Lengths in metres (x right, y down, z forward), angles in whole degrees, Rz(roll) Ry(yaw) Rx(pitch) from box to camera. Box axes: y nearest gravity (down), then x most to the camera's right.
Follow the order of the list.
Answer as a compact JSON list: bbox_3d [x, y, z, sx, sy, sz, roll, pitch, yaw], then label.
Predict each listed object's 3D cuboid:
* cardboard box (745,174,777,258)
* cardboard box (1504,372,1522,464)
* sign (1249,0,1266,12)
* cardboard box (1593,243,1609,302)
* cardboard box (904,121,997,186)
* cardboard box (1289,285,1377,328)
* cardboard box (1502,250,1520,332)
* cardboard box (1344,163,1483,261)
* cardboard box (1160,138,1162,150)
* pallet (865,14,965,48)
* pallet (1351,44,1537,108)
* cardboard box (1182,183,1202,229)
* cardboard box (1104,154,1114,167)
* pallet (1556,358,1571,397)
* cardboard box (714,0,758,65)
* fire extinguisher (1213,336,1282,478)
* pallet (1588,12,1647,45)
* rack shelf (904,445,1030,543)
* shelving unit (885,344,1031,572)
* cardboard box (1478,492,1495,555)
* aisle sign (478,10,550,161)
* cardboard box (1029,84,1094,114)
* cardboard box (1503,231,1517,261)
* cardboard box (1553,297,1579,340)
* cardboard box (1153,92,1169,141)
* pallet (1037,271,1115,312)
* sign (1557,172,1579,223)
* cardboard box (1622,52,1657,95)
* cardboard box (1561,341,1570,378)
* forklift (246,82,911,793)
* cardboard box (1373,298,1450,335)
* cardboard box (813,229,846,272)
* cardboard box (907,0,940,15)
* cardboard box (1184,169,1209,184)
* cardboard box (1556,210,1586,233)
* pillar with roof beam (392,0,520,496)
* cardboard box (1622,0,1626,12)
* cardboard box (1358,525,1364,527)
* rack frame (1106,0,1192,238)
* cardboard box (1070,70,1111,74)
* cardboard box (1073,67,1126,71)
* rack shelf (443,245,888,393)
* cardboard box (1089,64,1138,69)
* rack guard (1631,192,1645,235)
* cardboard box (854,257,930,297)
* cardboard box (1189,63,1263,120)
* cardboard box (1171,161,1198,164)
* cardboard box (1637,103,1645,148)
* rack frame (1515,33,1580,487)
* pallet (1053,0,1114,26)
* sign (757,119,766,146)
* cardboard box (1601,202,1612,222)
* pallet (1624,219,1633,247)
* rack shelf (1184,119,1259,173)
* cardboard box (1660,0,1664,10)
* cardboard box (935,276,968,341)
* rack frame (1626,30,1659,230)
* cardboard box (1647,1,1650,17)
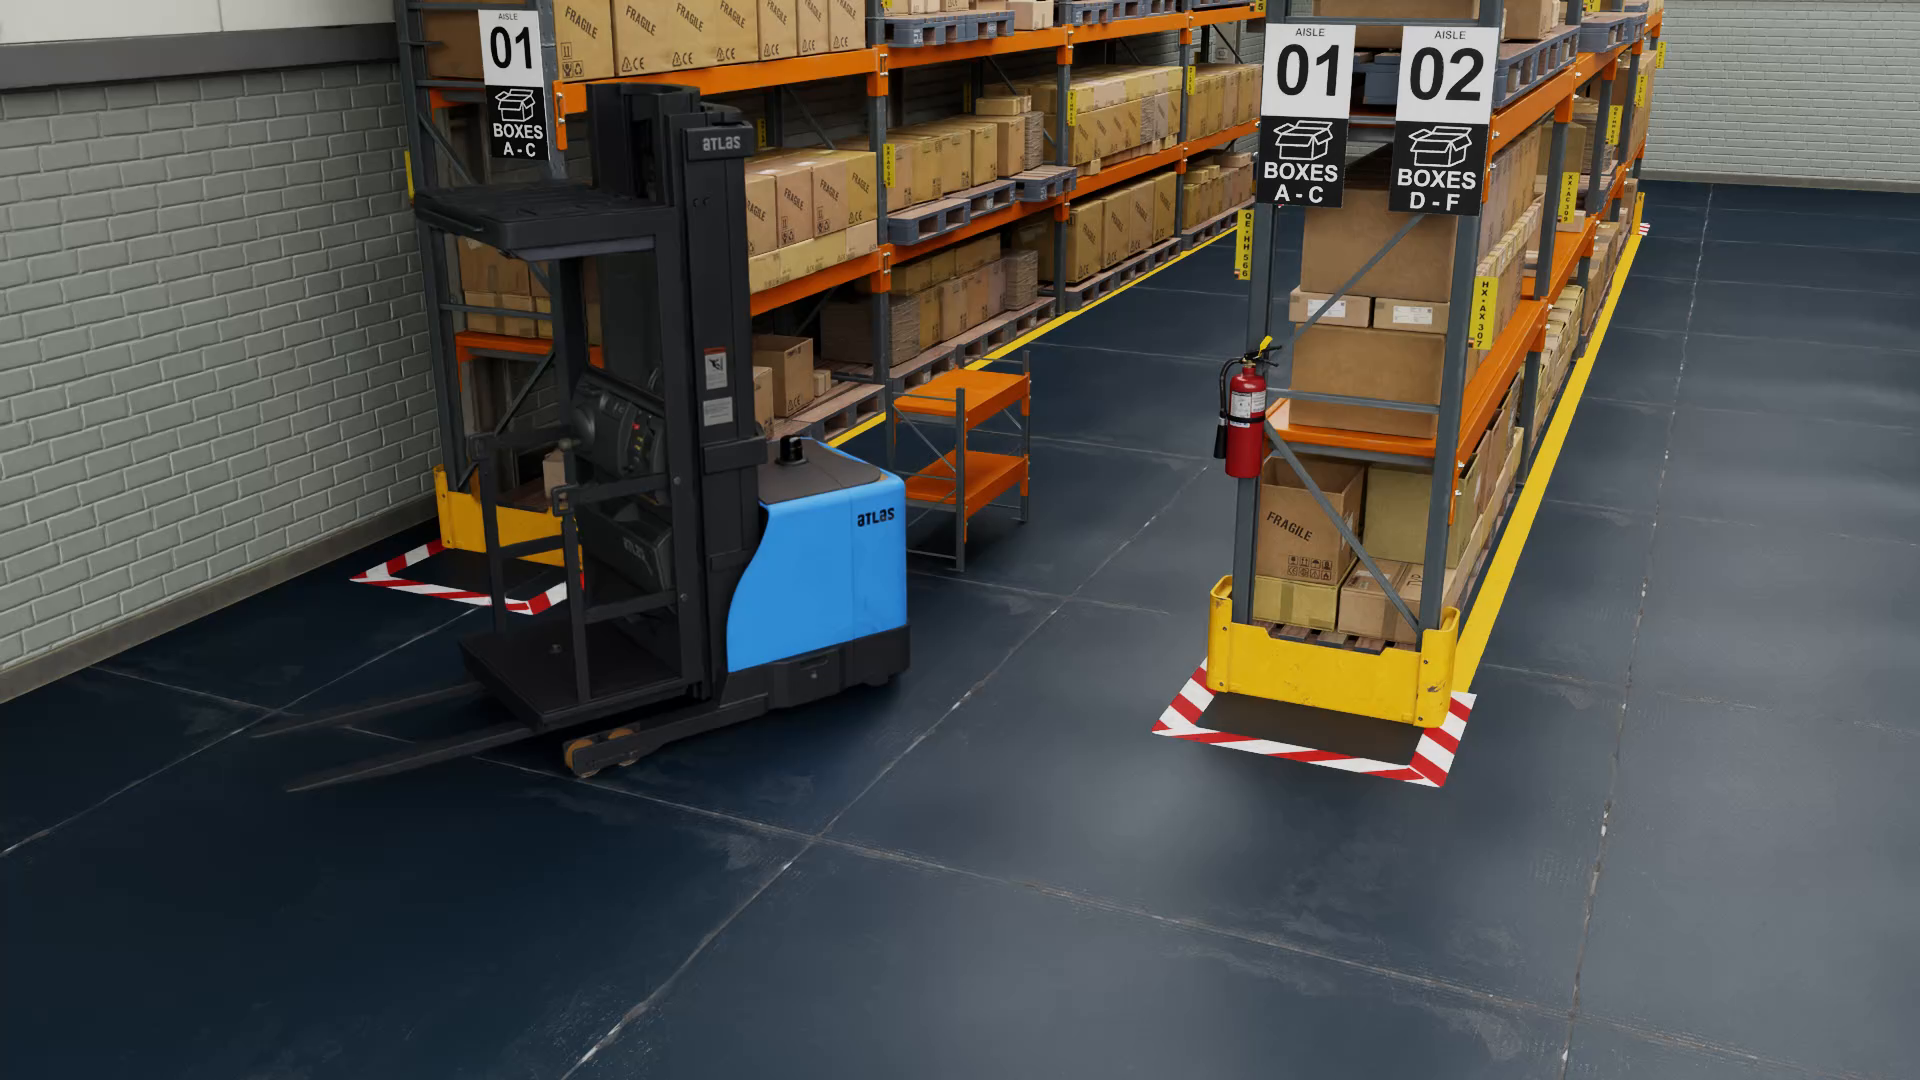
[{"bbox_3d":[-1.587,-2.189,11.222,0.500,0.500,0.500,9,22,24],"label":"cardboard box"},{"bbox_3d":[3.267,-0.803,10.607,0.500,0.500,0.500,9,21,23],"label":"cardboard box"},{"bbox_3d":[1.345,-2.519,7.396,0.100,0.325,0.005,9,21,23],"label":"sign"},{"bbox_3d":[6.186,-2.696,16.647,0.500,0.500,0.500,8,21,21],"label":"cardboard box"},{"bbox_3d":[-0.083,-3.497,15.019,0.700,0.500,0.500,9,21,23],"label":"cardboard box"},{"bbox_3d":[1.817,-1.143,8.089,0.380,0.149,0.250,8,21,22],"label":"cardboard box"},{"bbox_3d":[3.087,-1.619,10.394,0.700,0.500,0.500,8,21,22],"label":"cardboard box"},{"bbox_3d":[2.270,-1.624,8.474,0.700,0.500,0.500,8,21,21],"label":"cardboard box"},{"bbox_3d":[2.119,-4.590,19.243,0.380,0.149,0.250,9,22,24],"label":"cardboard box"},{"bbox_3d":[-0.698,-4.048,13.177,1.213,0.211,1.003,9,21,23],"label":"pallet"},{"bbox_3d":[2.148,-2.232,7.923,1.003,0.211,1.213,9,21,23],"label":"pallet"},{"bbox_3d":[2.628,-4.229,20.987,0.700,0.500,0.500,9,21,23],"label":"cardboard box"},{"bbox_3d":[1.437,-4.129,17.946,0.380,0.149,0.250,9,21,24],"label":"cardboard box"},{"bbox_3d":[4.738,-1.533,14.464,1.003,0.211,1.213,9,21,23],"label":"pallet"},{"bbox_3d":[-1.660,-3.349,10.753,0.500,0.500,0.500,10,22,26],"label":"cardboard box"},{"bbox_3d":[1.363,-0.639,7.903,0.296,0.674,0.183,9,21,23],"label":"fire extinguisher"},{"bbox_3d":[4.914,-4.198,13.600,1.213,0.211,1.003,10,22,25],"label":"pallet"},{"bbox_3d":[0.003,-0.302,10.368,0.538,0.278,1.000,9,21,23],"label":"rack shelf"},{"bbox_3d":[0.003,-0.532,10.286,0.538,1.125,1.048,9,21,23],"label":"shelving unit"},{"bbox_3d":[2.873,-0.141,9.867,0.500,0.250,0.500,9,21,23],"label":"cardboard box"},{"bbox_3d":[-2.442,-2.488,9.107,0.394,0.787,0.004,9,21,23],"label":"aisle sign"},{"bbox_3d":[1.023,-4.434,16.717,0.500,0.250,0.500,9,22,24],"label":"cardboard box"},{"bbox_3d":[3.035,-1.722,9.718,0.380,0.149,0.250,9,22,24],"label":"cardboard box"},{"bbox_3d":[4.914,-1.906,13.991,0.500,0.311,0.500,8,21,22],"label":"cardboard box"},{"bbox_3d":[2.069,-4.858,19.029,0.500,0.500,0.500,9,21,23],"label":"cardboard box"},{"bbox_3d":[0.981,-2.688,17.713,1.003,0.211,1.213,9,21,23],"label":"pallet"},{"bbox_3d":[3.980,-2.240,10.880,0.100,0.325,0.005,9,21,23],"label":"sign"},{"bbox_3d":[8.249,-5.728,20.458,0.500,0.500,0.500,9,22,24],"label":"cardboard box"},{"bbox_3d":[4.701,-1.490,13.658,0.500,0.250,0.500,9,22,24],"label":"cardboard box"},{"bbox_3d":[-1.747,-0.516,7.546,3.031,2.935,1.130,-13,24,-33],"label":"forklift"},{"bbox_3d":[2.192,-1.091,7.941,0.380,0.149,0.250,8,21,22],"label":"cardboard box"},{"bbox_3d":[-1.177,-2.150,12.231,0.500,0.250,0.500,9,21,23],"label":"cardboard box"},{"bbox_3d":[-0.499,-4.462,13.569,0.500,0.311,0.500,9,22,24],"label":"cardboard box"},{"bbox_3d":[2.934,-4.614,21.102,0.380,0.149,0.250,9,22,25],"label":"cardboard box"},{"bbox_3d":[4.994,-2.662,13.852,0.380,0.149,0.250,9,21,23],"label":"cardboard box"},{"bbox_3d":[0.739,-3.894,7.990,9.100,9.000,0.400,9,21,23],"label":"pillar with roof beam"},{"bbox_3d":[5.680,-5.006,15.443,0.910,0.500,0.500,9,21,23],"label":"cardboard box"},{"bbox_3d":[2.182,-0.062,9.643,0.500,0.250,0.500,9,21,23],"label":"cardboard box"},{"bbox_3d":[2.228,-4.994,20.035,1.000,3.000,0.127,9,21,23],"label":"rack frame"},{"bbox_3d":[1.393,-5.125,18.660,0.500,0.250,0.500,8,21,21],"label":"cardboard box"},{"bbox_3d":[1.594,-5.279,19.093,0.500,0.250,0.500,9,21,23],"label":"cardboard box"},{"bbox_3d":[-1.867,-1.598,11.560,1.077,0.370,4.000,9,21,23],"label":"rack shelf"},{"bbox_3d":[1.802,-5.439,19.545,0.500,0.250,0.500,9,22,24],"label":"cardboard box"},{"bbox_3d":[8.355,-4.338,21.919,1.175,0.500,0.348,9,21,23],"label":"rack guard"},{"bbox_3d":[-0.585,-2.294,14.397,0.500,0.250,0.500,8,21,22],"label":"cardboard box"},{"bbox_3d":[3.666,-6.201,22.981,0.980,0.700,0.700,10,22,25],"label":"cardboard box"},{"bbox_3d":[2.917,-4.916,21.950,0.380,0.149,0.250,8,21,22],"label":"cardboard box"},{"bbox_3d":[7.827,-4.946,19.752,0.500,0.500,0.500,8,21,22],"label":"cardboard box"},{"bbox_3d":[3.473,-1.870,11.251,1.000,3.000,0.127,9,21,23],"label":"rack frame"},{"bbox_3d":[0.805,-5.300,16.700,1.213,0.211,1.003,10,22,25],"label":"pallet"},{"bbox_3d":[-1.556,-3.169,13.176,0.100,0.325,0.005,9,21,23],"label":"sign"},{"bbox_3d":[7.513,-3.922,20.089,0.797,0.503,0.637,9,21,23],"label":"cardboard box"},{"bbox_3d":[8.030,-3.957,21.282,1.003,0.211,1.213,9,21,23],"label":"pallet"},{"bbox_3d":[3.047,-5.267,21.875,1.077,0.370,4.000,9,21,23],"label":"rack shelf"},{"bbox_3d":[8.417,-6.688,20.545,0.500,0.250,0.500,9,21,23],"label":"cardboard box"},{"bbox_3d":[-0.350,-2.121,15.030,0.700,0.500,0.500,9,21,23],"label":"cardboard box"},{"bbox_3d":[8.387,-5.538,21.566,1.000,3.000,0.127,9,21,23],"label":"rack frame"},{"bbox_3d":[7.174,-5.773,17.972,0.500,0.250,0.500,9,21,23],"label":"cardboard box"}]
